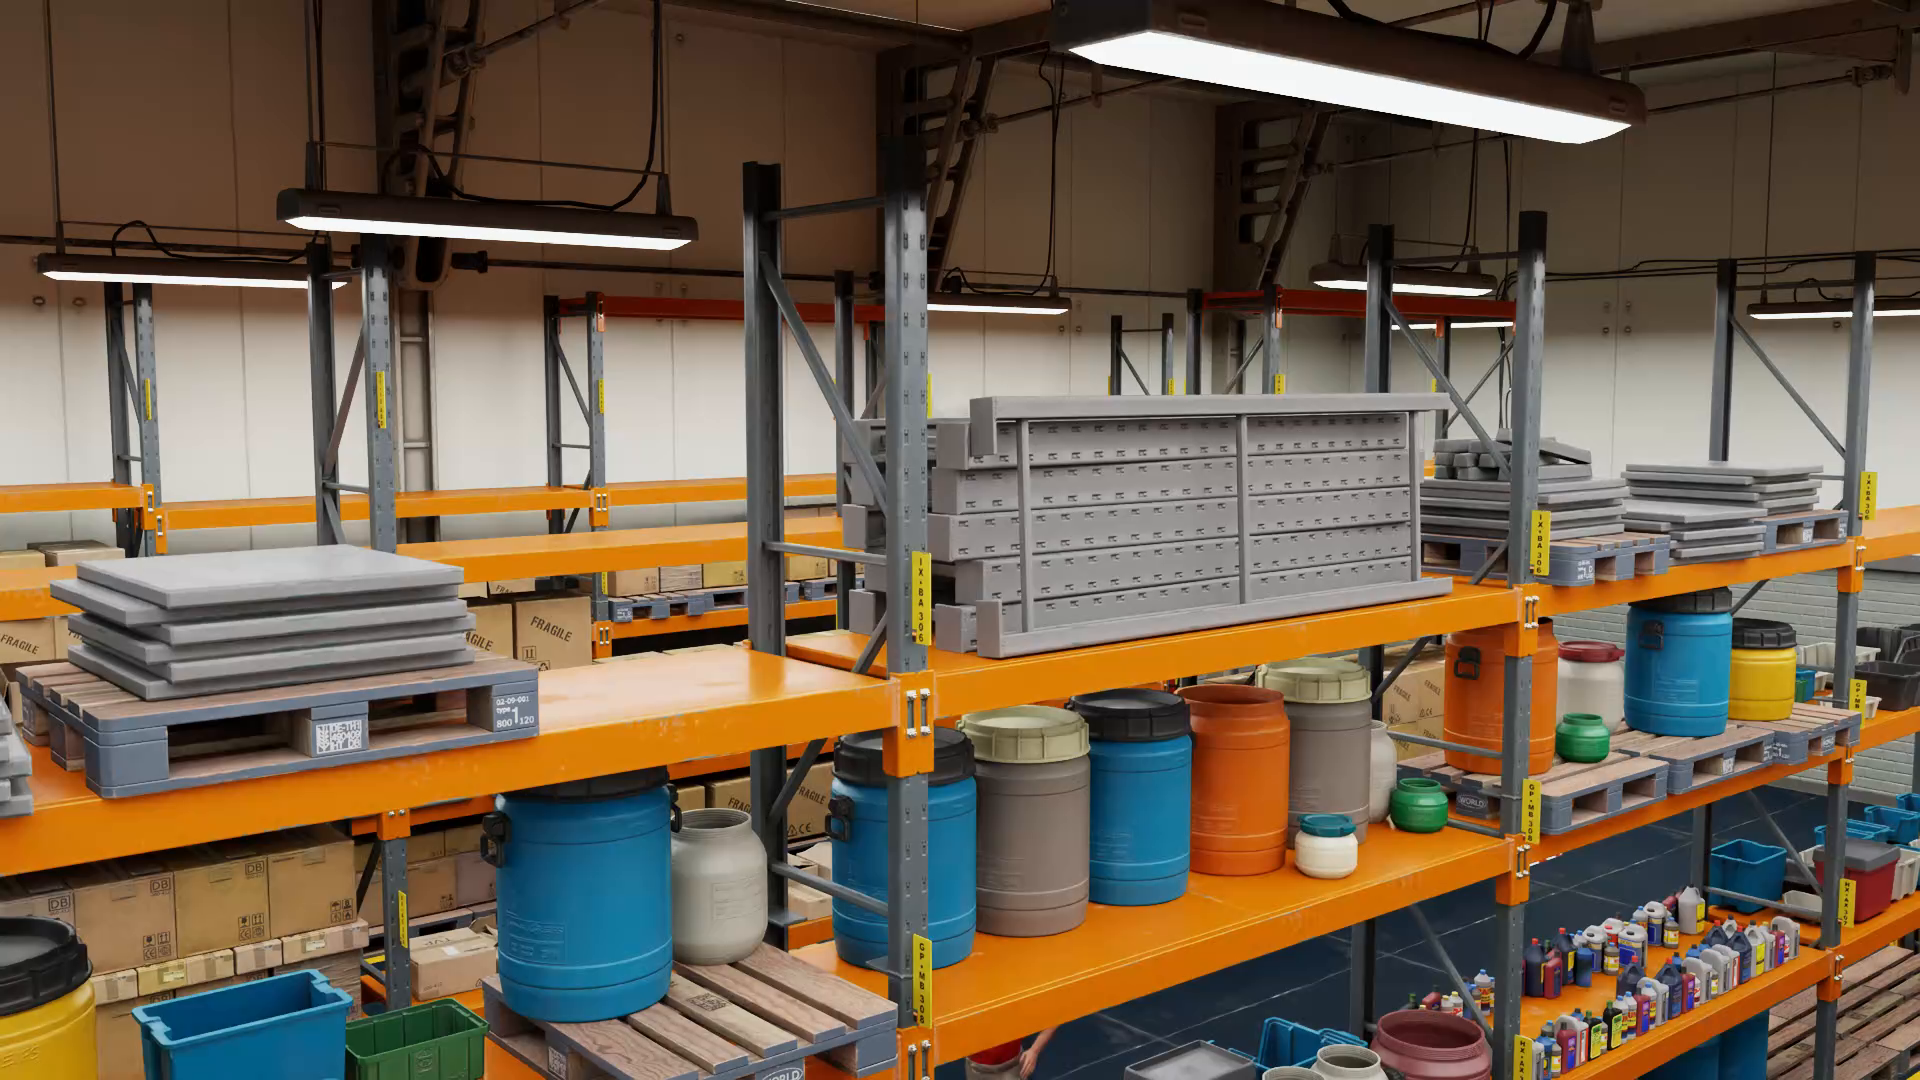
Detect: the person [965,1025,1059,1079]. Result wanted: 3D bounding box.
[{"bbox_3d":[0.222,3.305,10.248,0.659,1.735,0.967,4,7,38],"label":"person"}]
